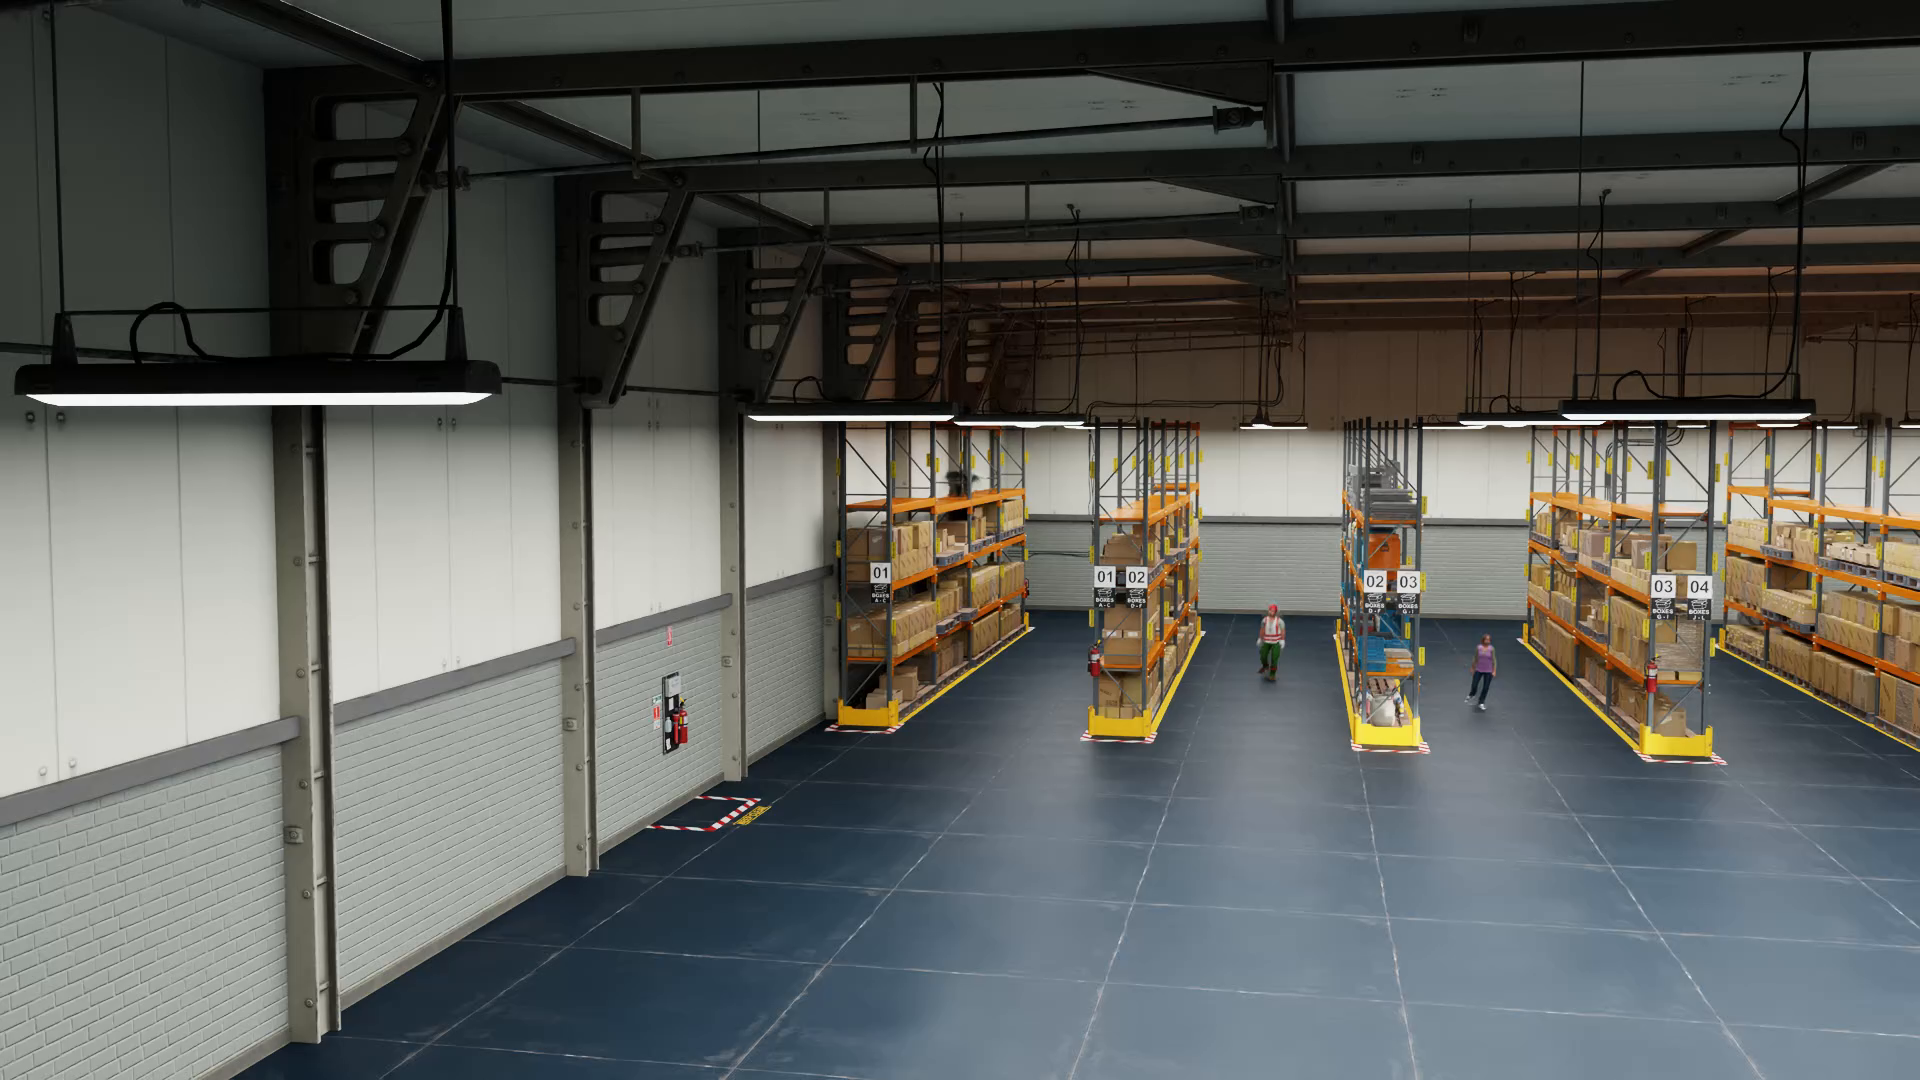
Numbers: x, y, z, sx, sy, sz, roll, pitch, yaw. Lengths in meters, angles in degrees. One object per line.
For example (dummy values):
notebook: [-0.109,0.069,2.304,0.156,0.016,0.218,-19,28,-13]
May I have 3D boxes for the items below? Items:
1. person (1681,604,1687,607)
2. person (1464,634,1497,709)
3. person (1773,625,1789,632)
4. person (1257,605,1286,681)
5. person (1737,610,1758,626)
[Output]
person: [19.617,1.974,45.238,0.636,1.730,0.668,3,5,37]
person: [10.766,2.711,34.382,0.655,1.563,0.512,1,4,21]
person: [21.984,2.010,44.391,0.617,1.645,0.809,-3,5,-43]
person: [7.194,2.350,38.356,0.717,1.755,0.679,2,4,23]
person: [21.895,1.878,46.309,0.902,1.639,0.573,-2,4,-29]
